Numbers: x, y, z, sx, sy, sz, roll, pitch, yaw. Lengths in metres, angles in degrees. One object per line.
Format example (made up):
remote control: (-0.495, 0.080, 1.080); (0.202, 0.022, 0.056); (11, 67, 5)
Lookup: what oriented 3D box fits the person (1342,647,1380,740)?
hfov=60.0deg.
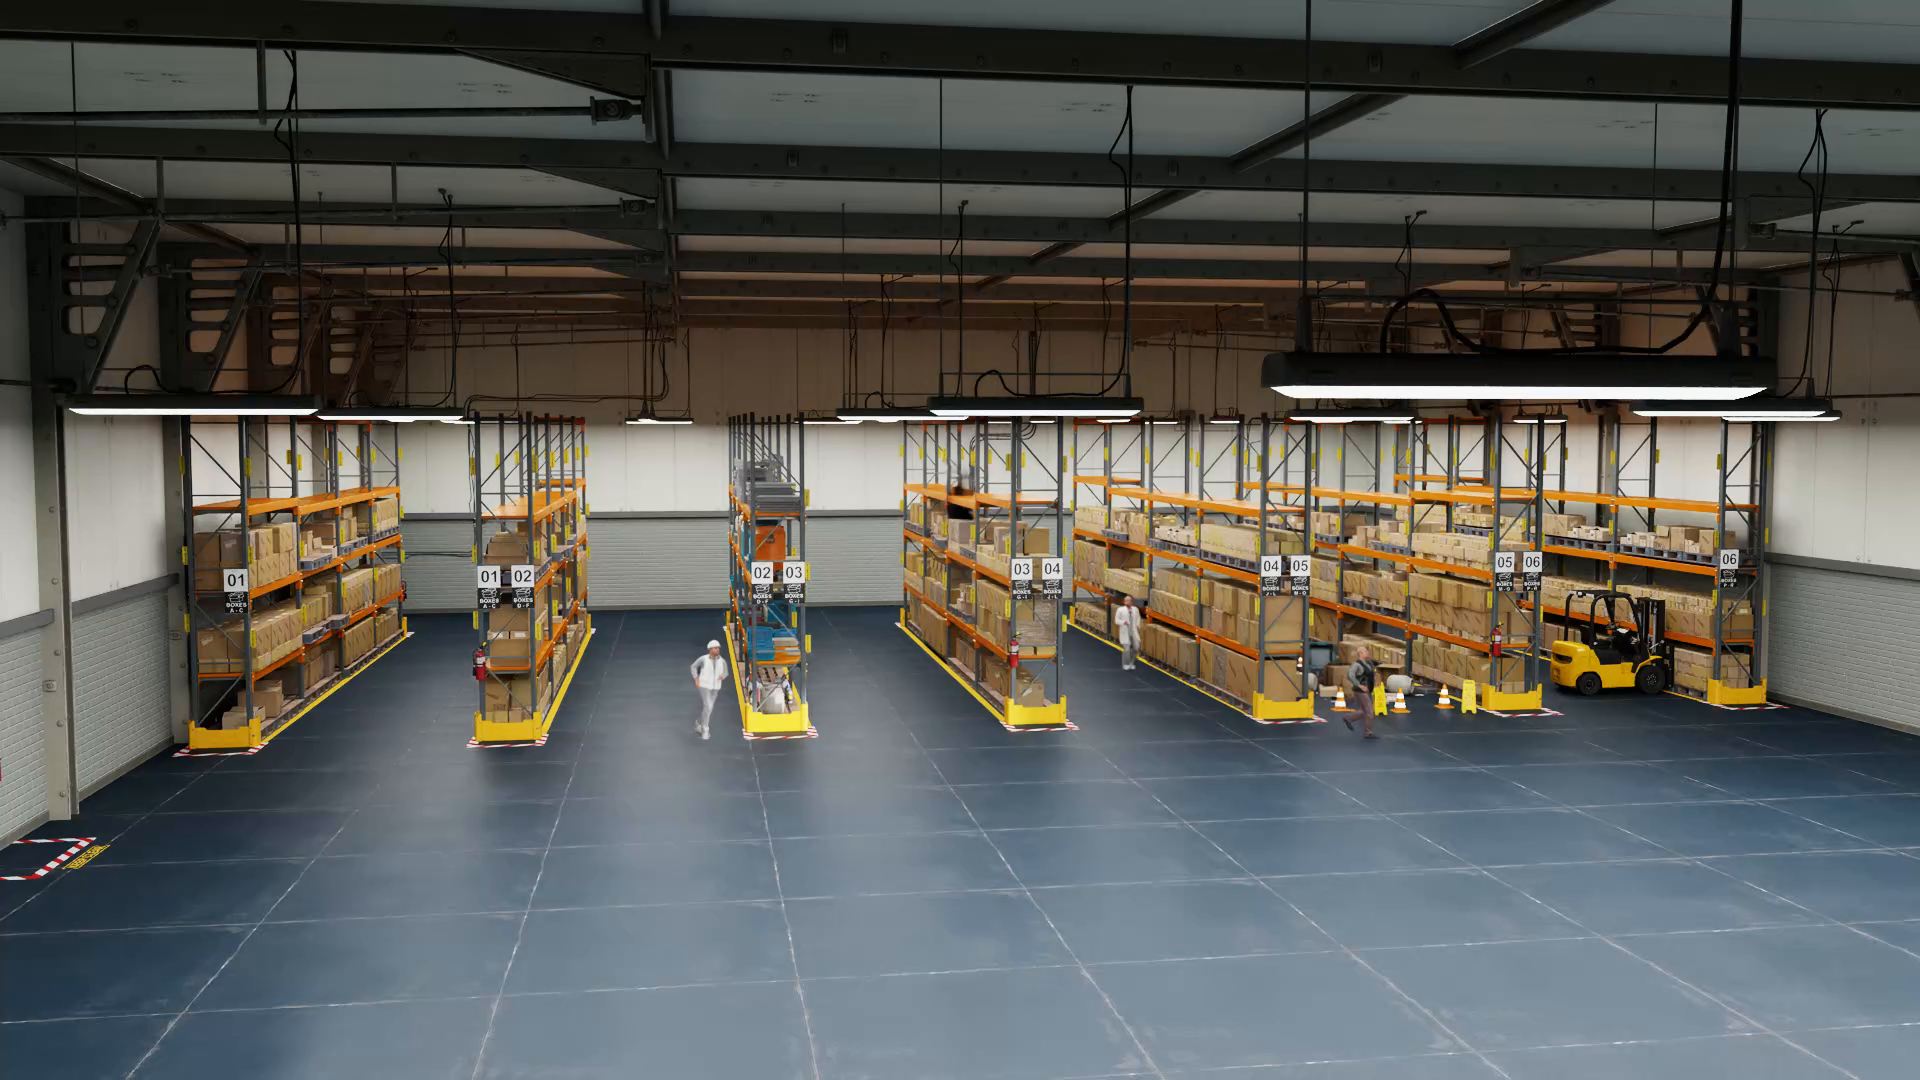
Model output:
person: (7.351, 2.796, 30.520); (0.779, 1.695, 0.676); (3, 5, 38)

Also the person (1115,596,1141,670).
person: (3.983, 2.236, 38.985); (0.687, 1.670, 0.690); (-1, 4, -13)

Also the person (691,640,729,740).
person: (-4.628, 2.761, 30.837); (0.641, 1.810, 0.713); (-3, 5, -38)
